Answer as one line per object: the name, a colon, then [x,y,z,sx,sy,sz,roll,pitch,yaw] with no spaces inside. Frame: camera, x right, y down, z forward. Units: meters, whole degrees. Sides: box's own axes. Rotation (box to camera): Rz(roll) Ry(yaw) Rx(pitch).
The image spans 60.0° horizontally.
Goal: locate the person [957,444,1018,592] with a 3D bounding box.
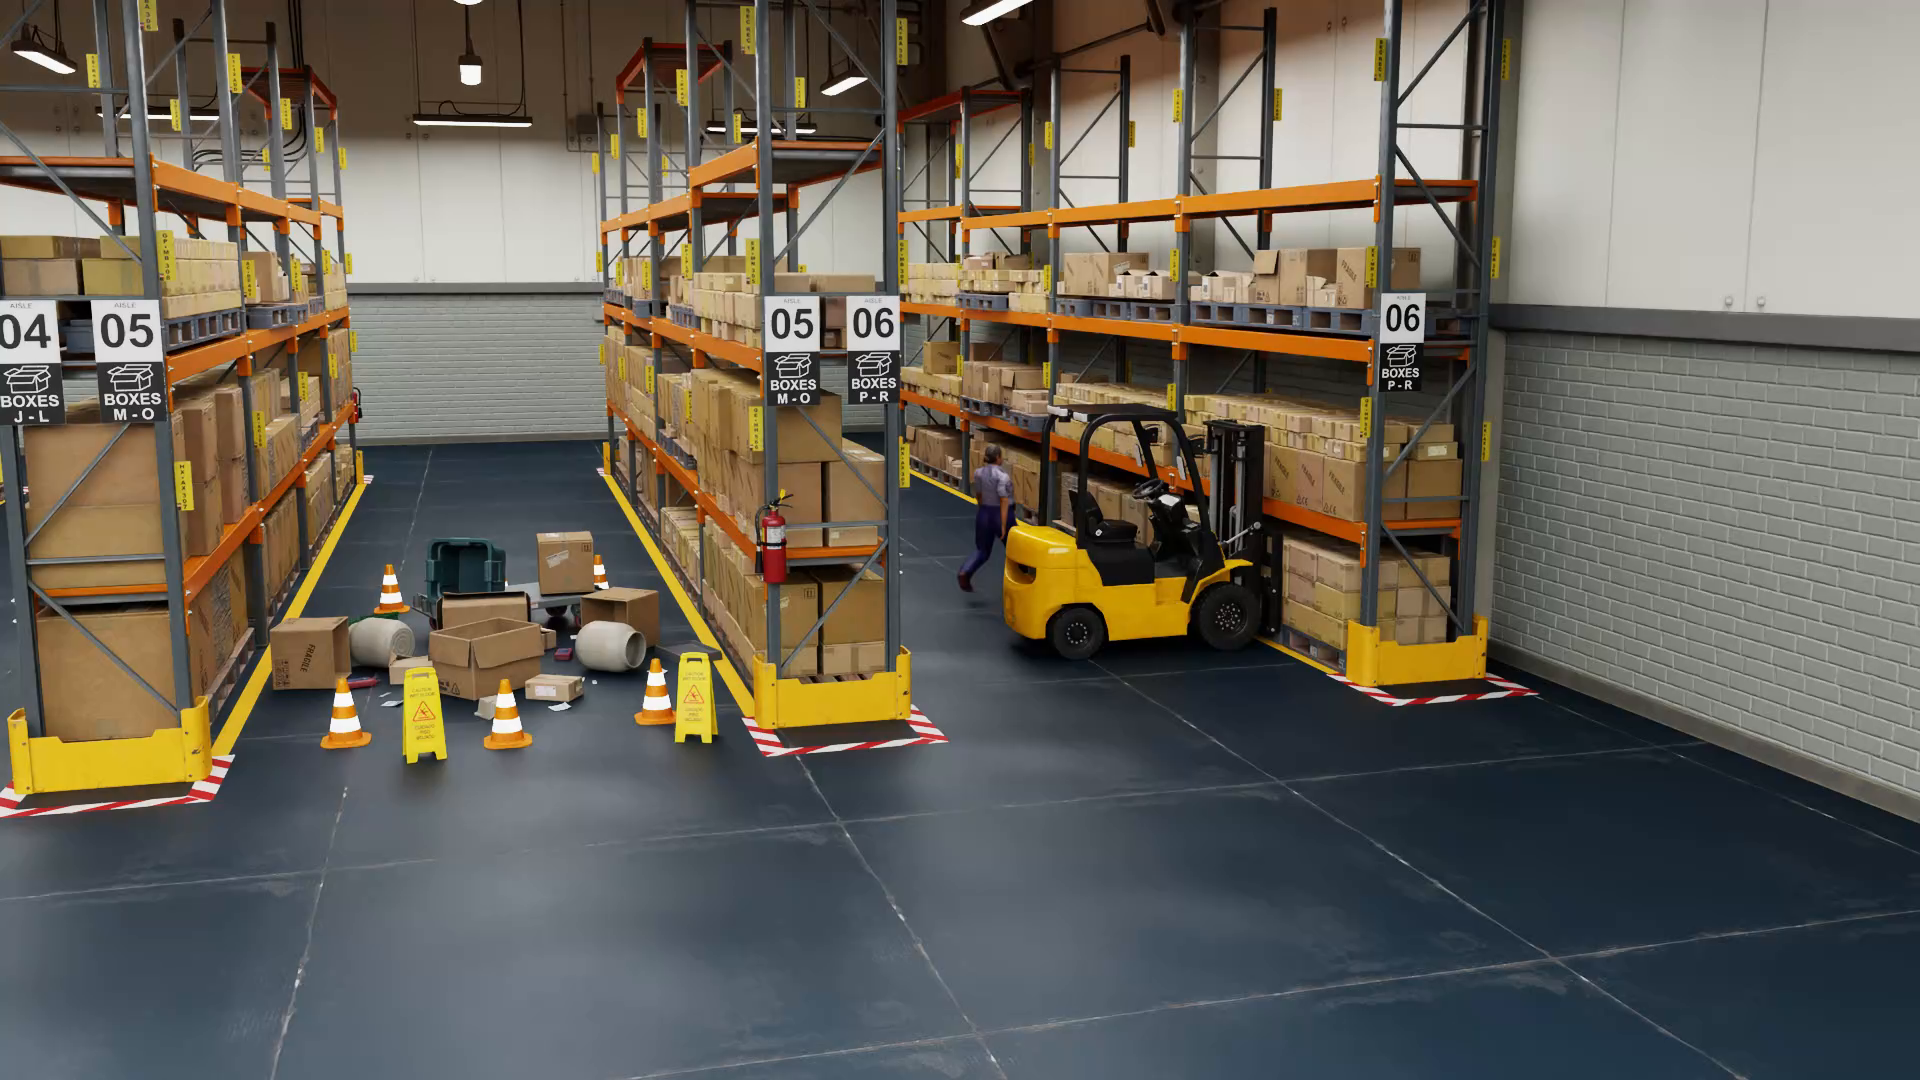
person: [0.372,-0.203,17.224,0.482,1.602,0.898,7,12,35]
